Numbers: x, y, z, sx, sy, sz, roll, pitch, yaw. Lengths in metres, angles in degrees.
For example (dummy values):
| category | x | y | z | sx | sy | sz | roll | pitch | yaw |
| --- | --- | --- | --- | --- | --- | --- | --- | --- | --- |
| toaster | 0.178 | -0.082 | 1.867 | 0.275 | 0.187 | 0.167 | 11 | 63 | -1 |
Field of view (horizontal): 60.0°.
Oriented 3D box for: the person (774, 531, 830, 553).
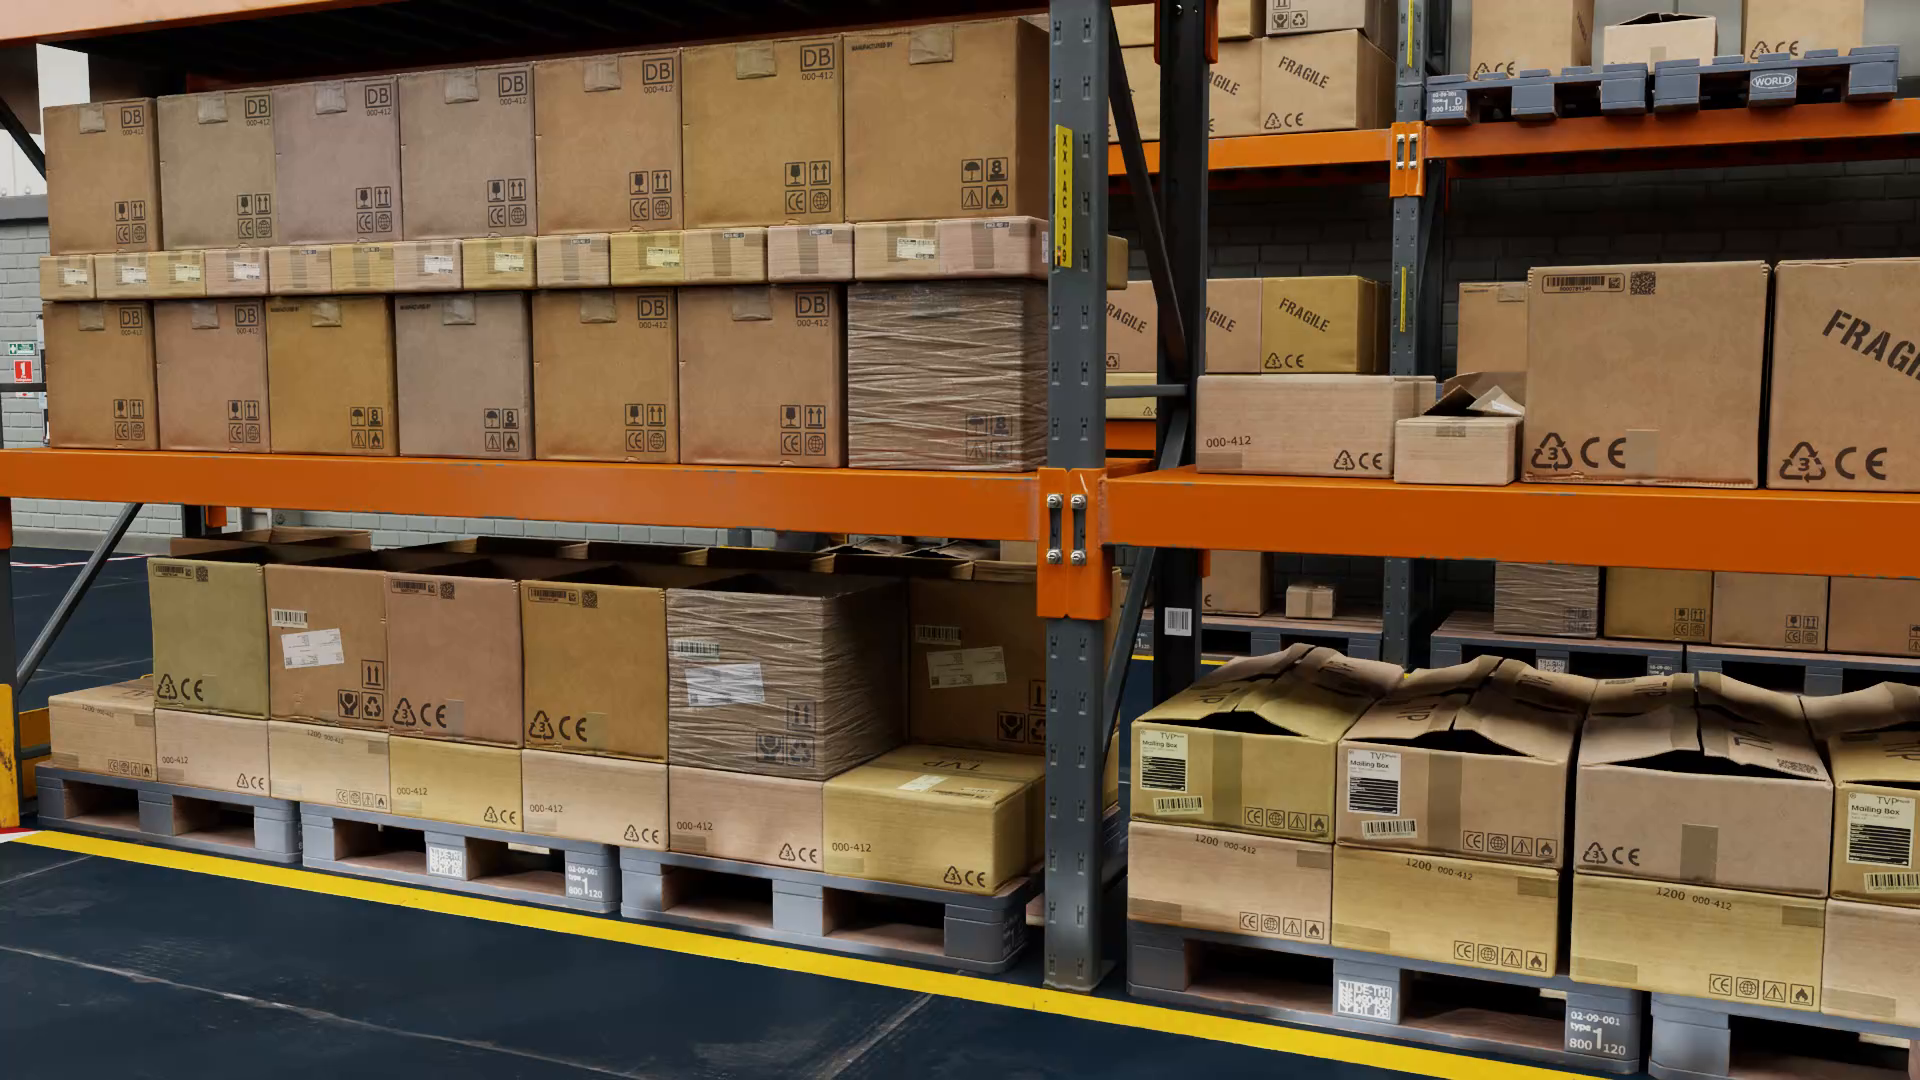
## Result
| category | x | y | z | sx | sy | sz | roll | pitch | yaw |
| --- | --- | --- | --- | --- | --- | --- | --- | --- | --- |
| person | -0.862 | -0.152 | 8.997 | 0.350 | 1.637 | 0.437 | 3 | 6 | 25 |
